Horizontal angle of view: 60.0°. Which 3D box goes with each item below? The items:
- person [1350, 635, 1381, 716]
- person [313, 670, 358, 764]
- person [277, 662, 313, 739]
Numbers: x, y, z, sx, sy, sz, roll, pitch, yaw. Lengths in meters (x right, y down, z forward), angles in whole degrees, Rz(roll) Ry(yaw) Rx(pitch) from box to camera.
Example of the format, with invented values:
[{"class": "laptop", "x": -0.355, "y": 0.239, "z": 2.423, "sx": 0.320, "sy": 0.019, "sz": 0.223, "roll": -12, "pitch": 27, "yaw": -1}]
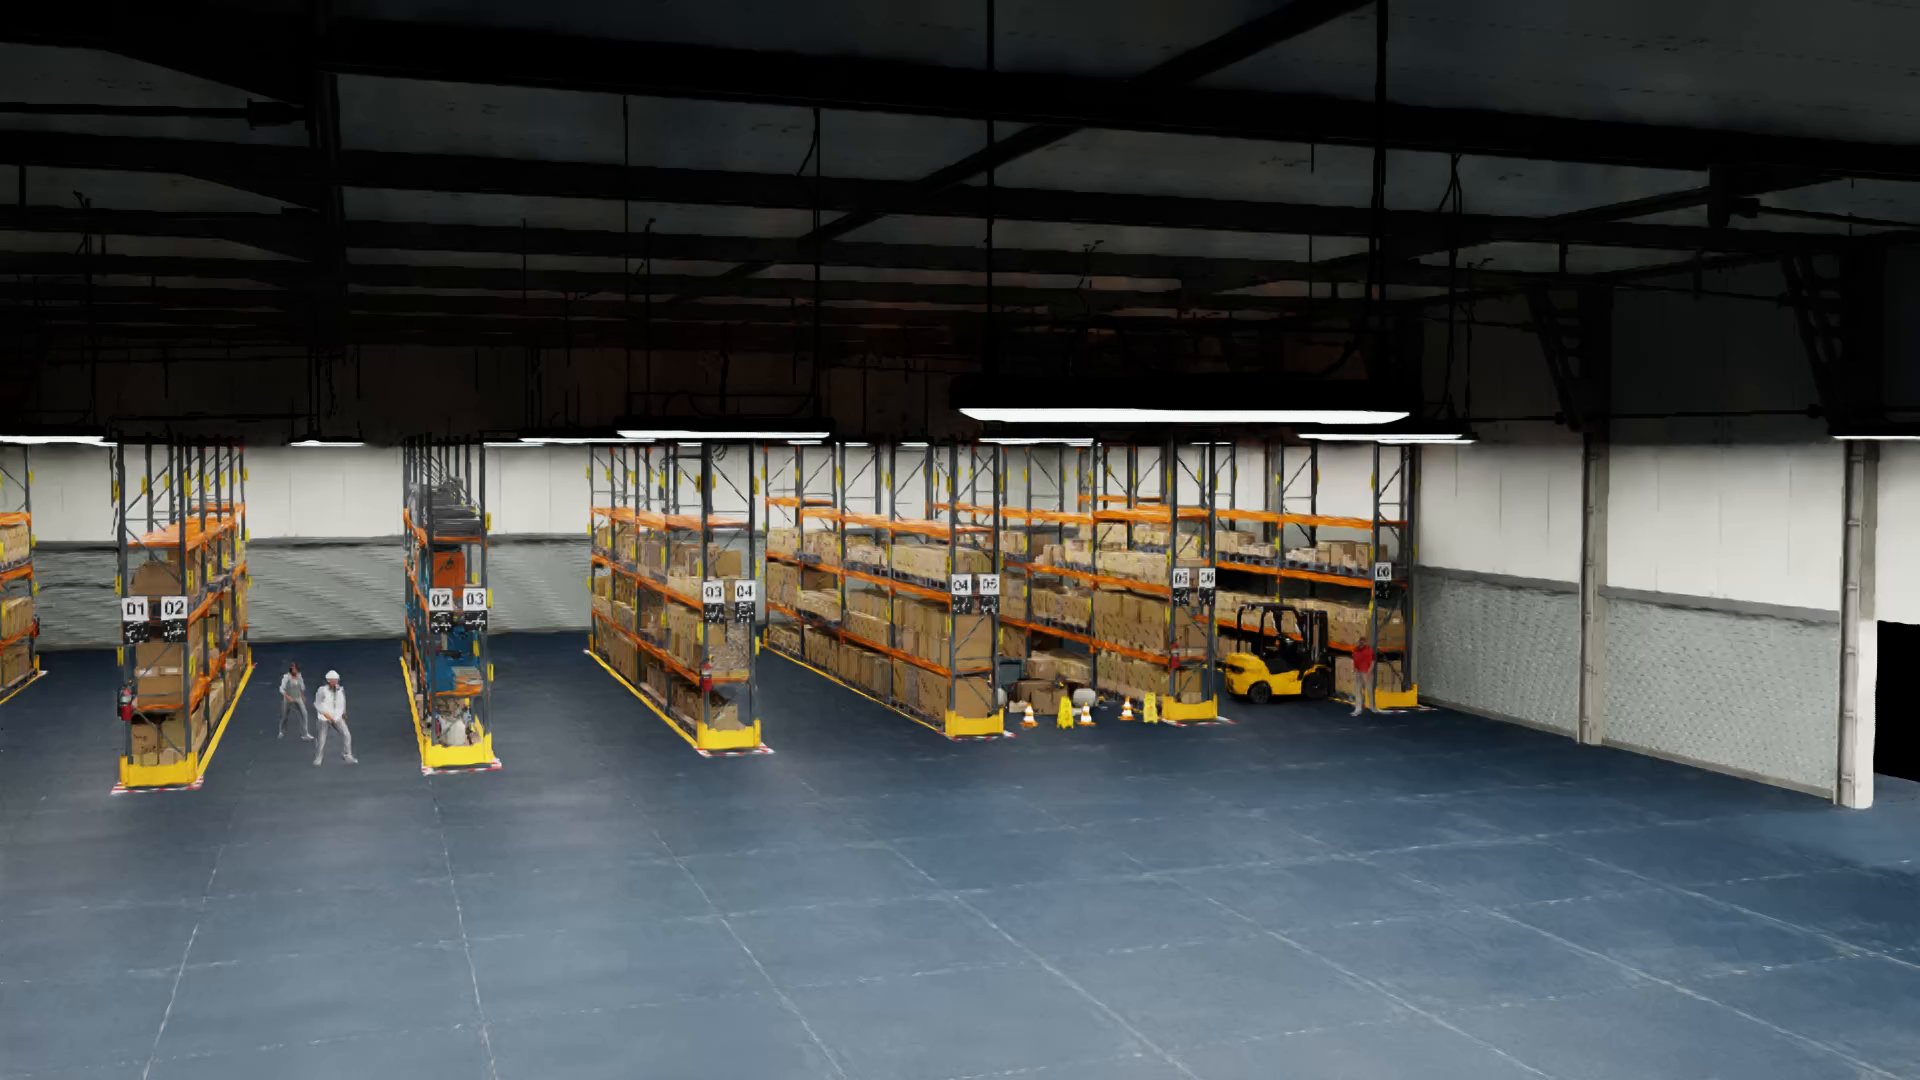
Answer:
[{"class": "person", "x": 8.671, "y": 2.890, "z": 35.621, "sx": 0.569, "sy": 1.713, "sz": 0.722, "roll": 3, "pitch": 4, "yaw": 41}, {"class": "person", "x": -11.342, "y": 3.194, "z": 30.011, "sx": 0.676, "sy": 1.716, "sz": 0.780, "roll": -3, "pitch": 4, "yaw": -40}, {"class": "person", "x": -13.098, "y": 3.135, "z": 32.629, "sx": 0.544, "sy": 1.525, "sz": 0.786, "roll": -2, "pitch": 4, "yaw": -38}]
